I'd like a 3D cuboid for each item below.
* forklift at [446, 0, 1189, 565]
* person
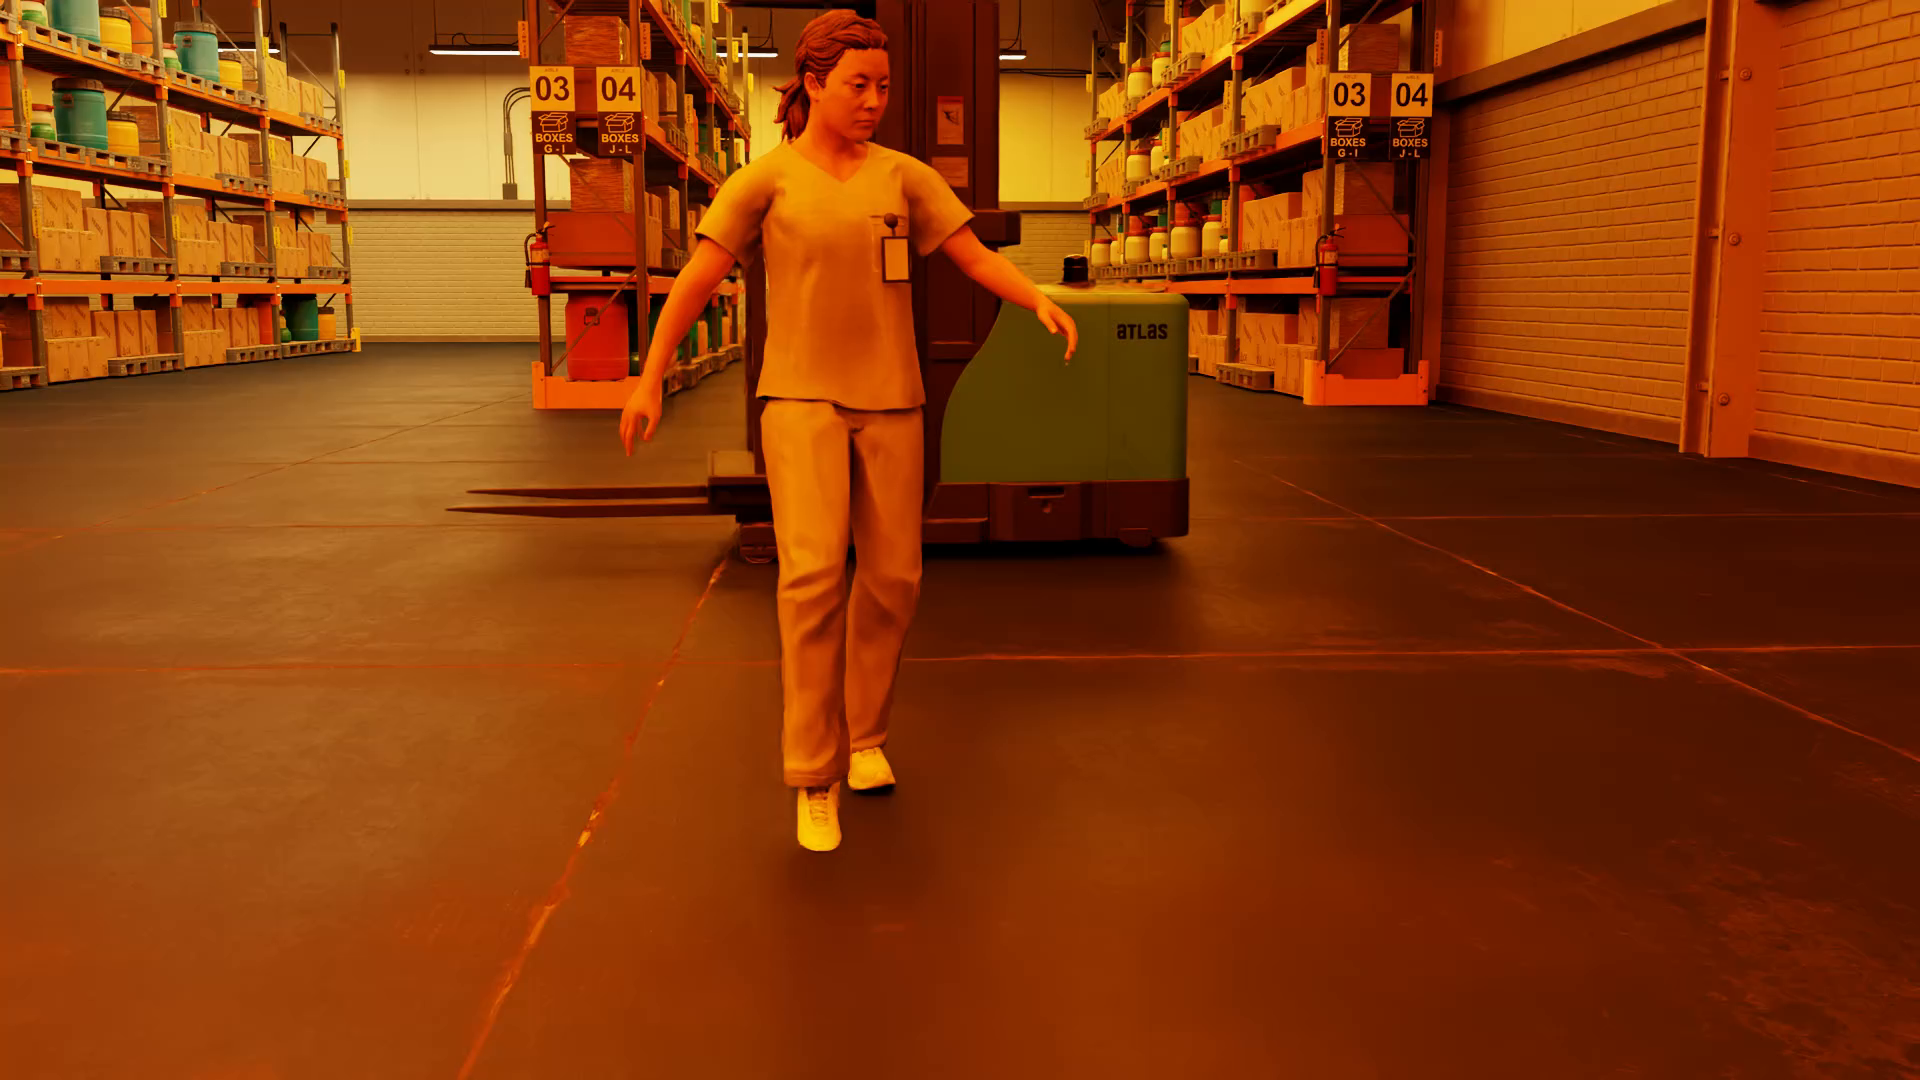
[{"bbox_3d":[-0.604,-1.435,6.993,3.031,2.935,1.130,-1,9,-9],"label":"forklift"},{"bbox_3d":[-0.243,-0.238,3.437,0.884,1.690,0.630,-3,9,-18],"label":"person"}]
